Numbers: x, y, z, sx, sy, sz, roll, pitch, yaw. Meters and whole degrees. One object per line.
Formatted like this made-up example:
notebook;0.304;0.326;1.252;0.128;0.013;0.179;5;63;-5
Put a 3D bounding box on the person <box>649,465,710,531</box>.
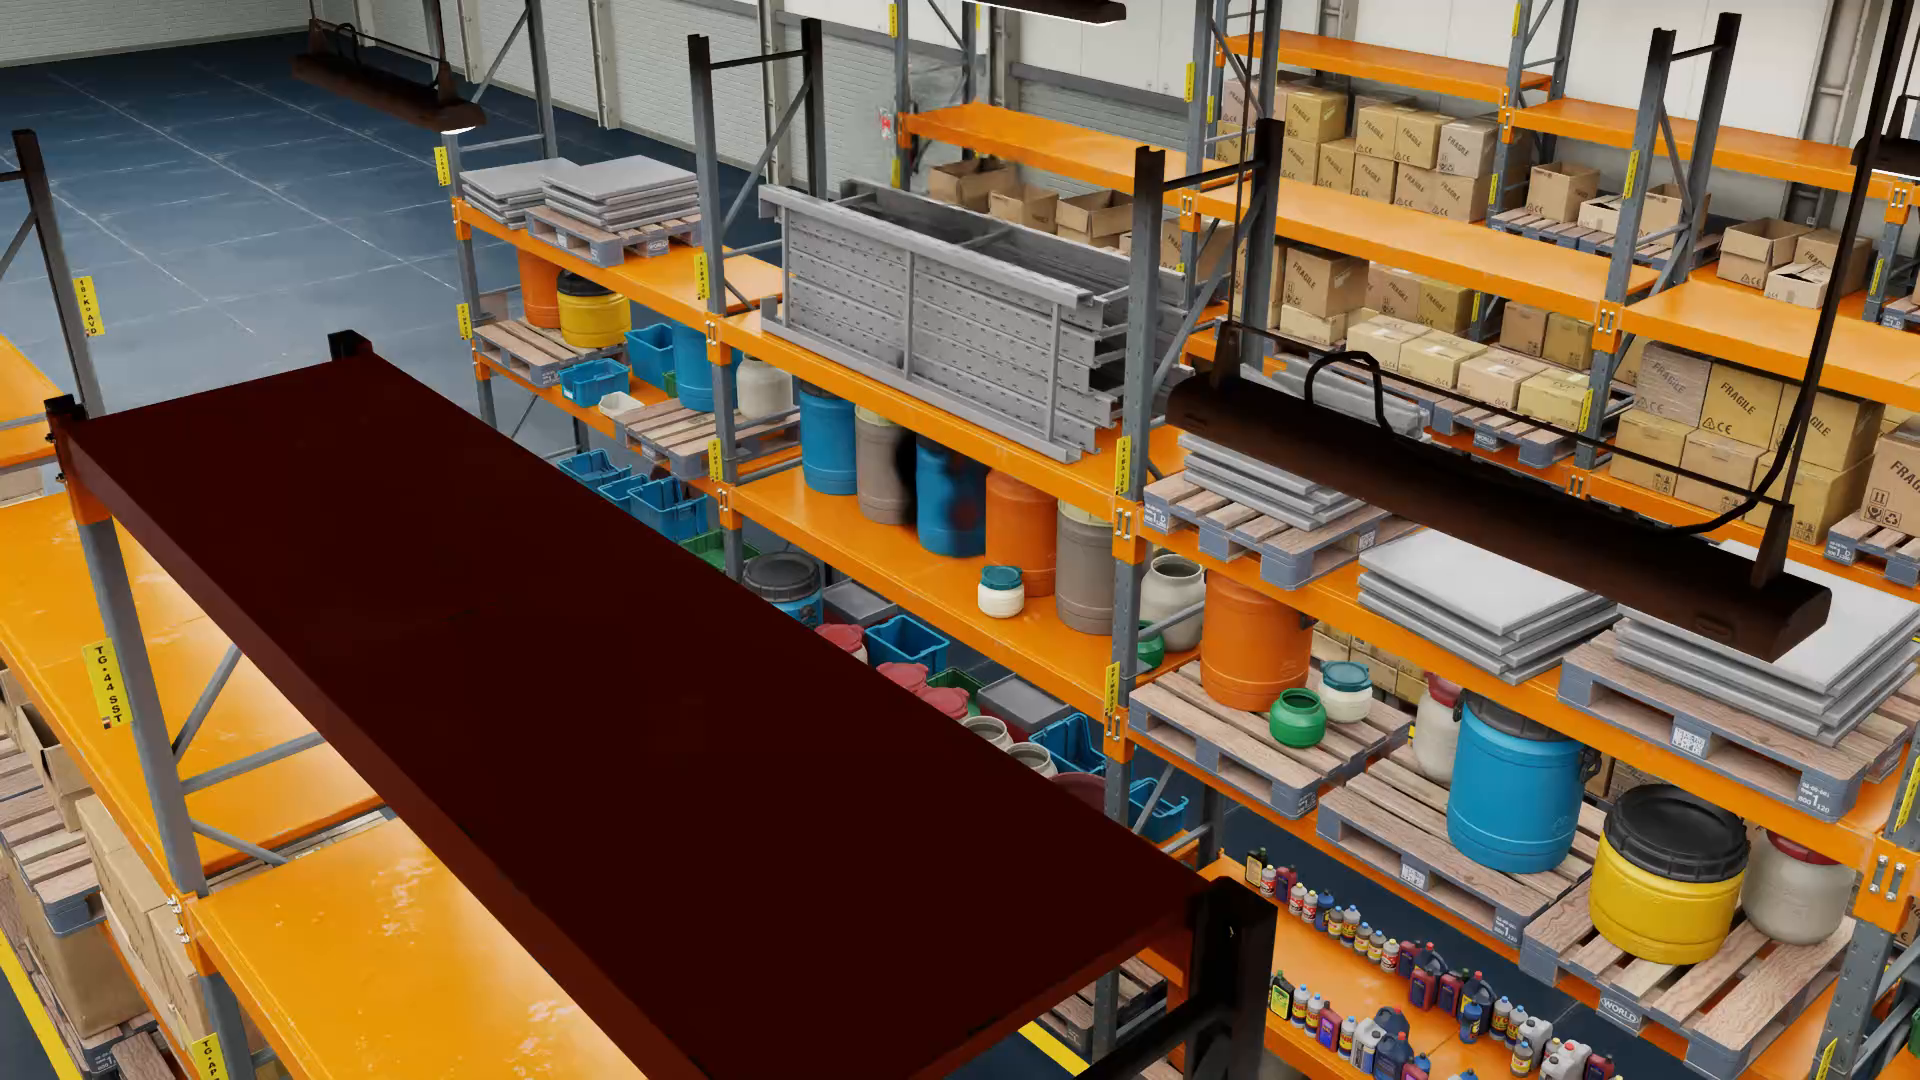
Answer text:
person;-2.807;-0.528;16.650;0.958;1.836;0.756;23;35;37
